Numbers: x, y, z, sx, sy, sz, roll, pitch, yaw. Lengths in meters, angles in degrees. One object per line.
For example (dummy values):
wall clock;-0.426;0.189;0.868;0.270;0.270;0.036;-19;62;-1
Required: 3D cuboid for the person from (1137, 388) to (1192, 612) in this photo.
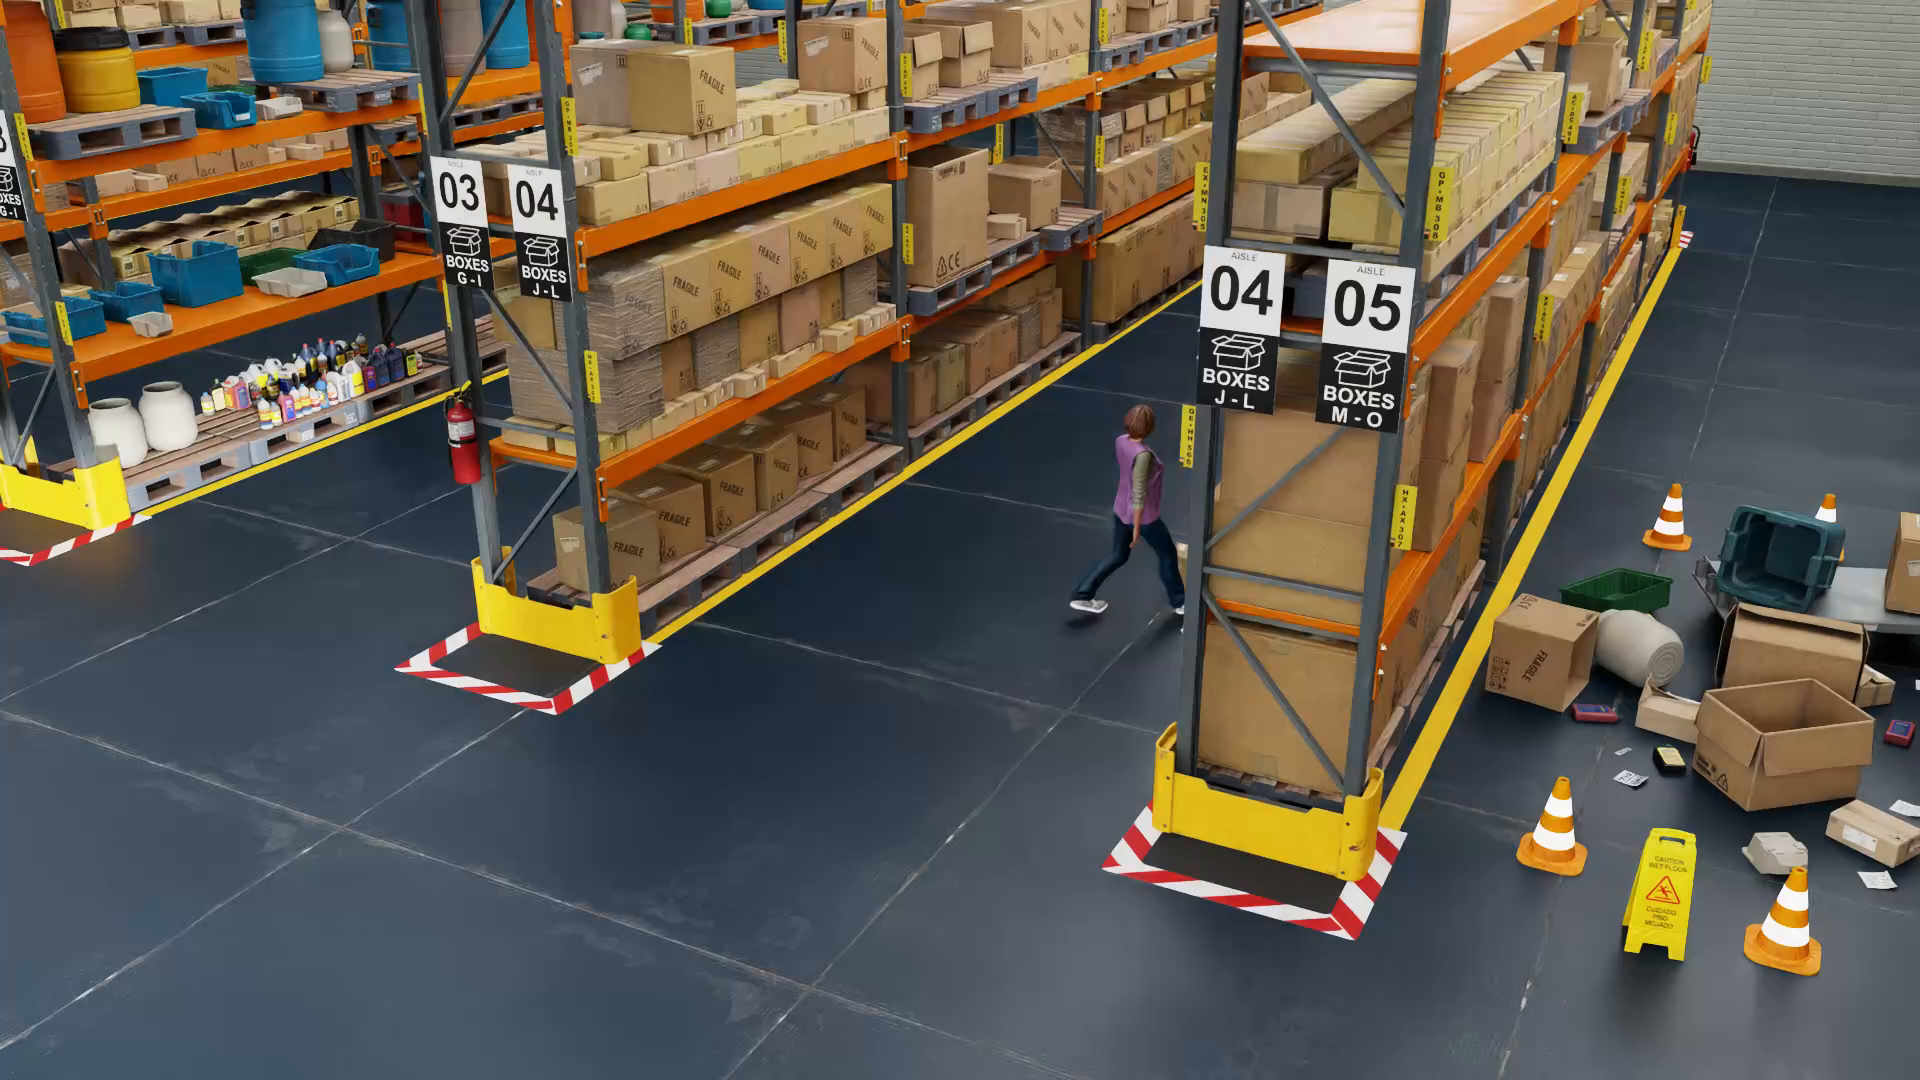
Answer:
person;1.450;-0.267;11.366;0.449;1.628;0.416;16;28;33
